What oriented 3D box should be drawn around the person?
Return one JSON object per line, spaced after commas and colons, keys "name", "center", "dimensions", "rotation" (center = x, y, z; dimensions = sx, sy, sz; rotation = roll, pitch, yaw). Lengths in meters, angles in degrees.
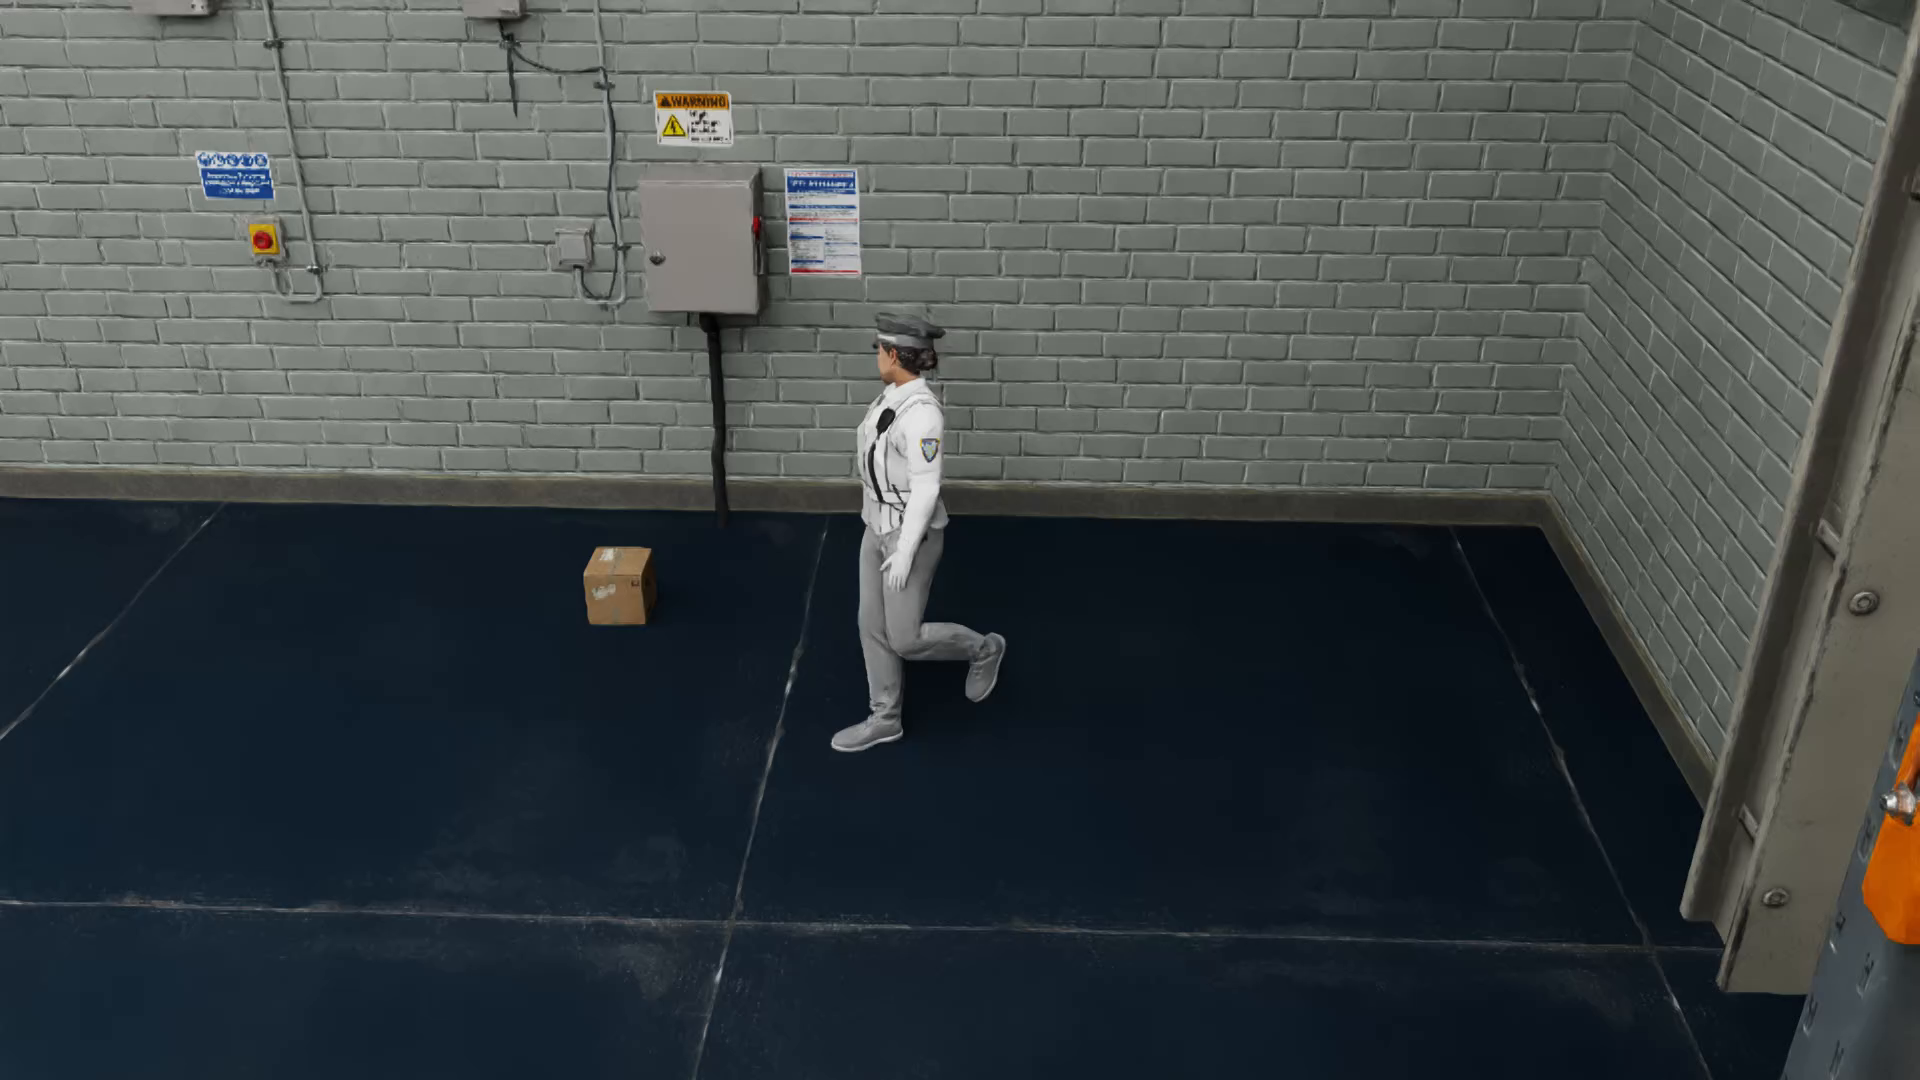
{"name": "person", "center": [-0.204, 0.069, 6.252], "dimensions": [0.704, 1.409, 0.525], "rotation": [-10, 30, -18]}
